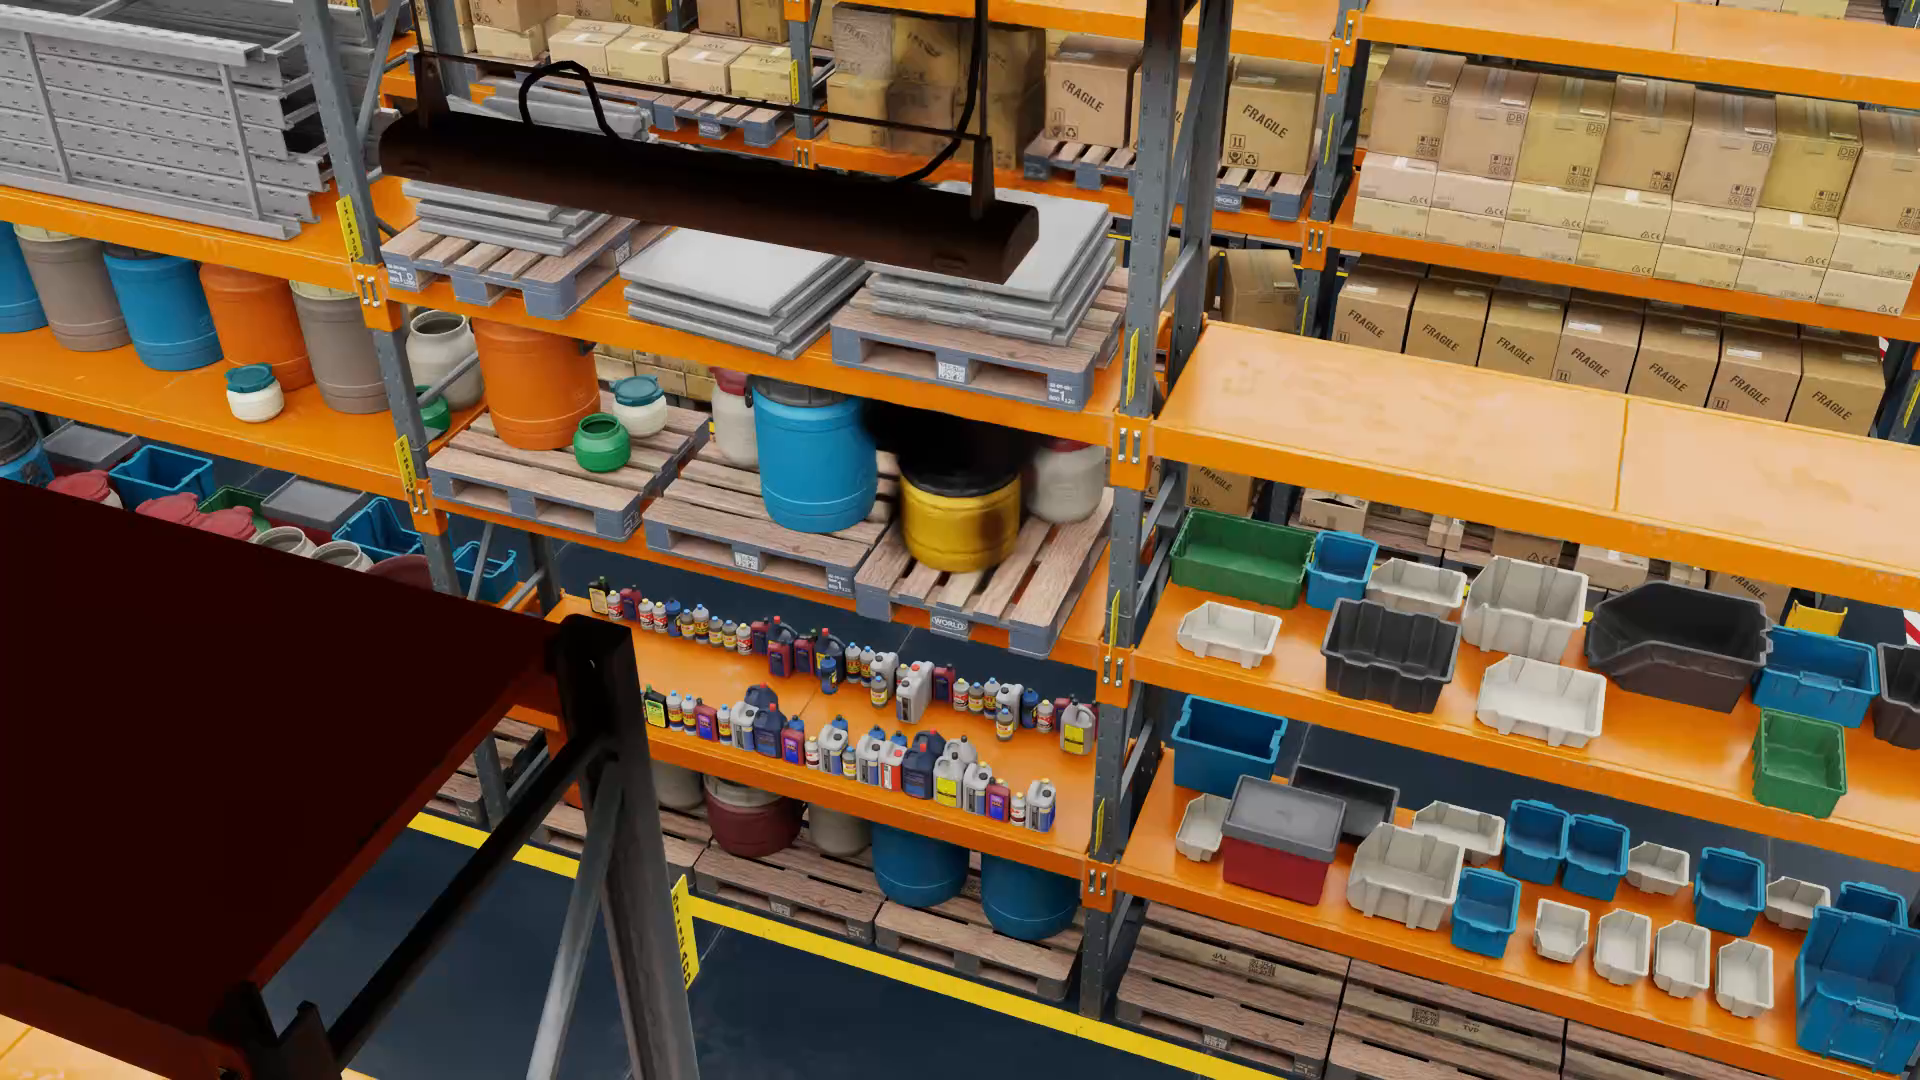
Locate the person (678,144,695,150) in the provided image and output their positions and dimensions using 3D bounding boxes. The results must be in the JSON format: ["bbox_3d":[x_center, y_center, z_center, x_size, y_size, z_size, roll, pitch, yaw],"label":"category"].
[{"bbox_3d":[-2.425,-3.248,16.547,0.814,1.491,0.630,1,37,1],"label":"person"}]
